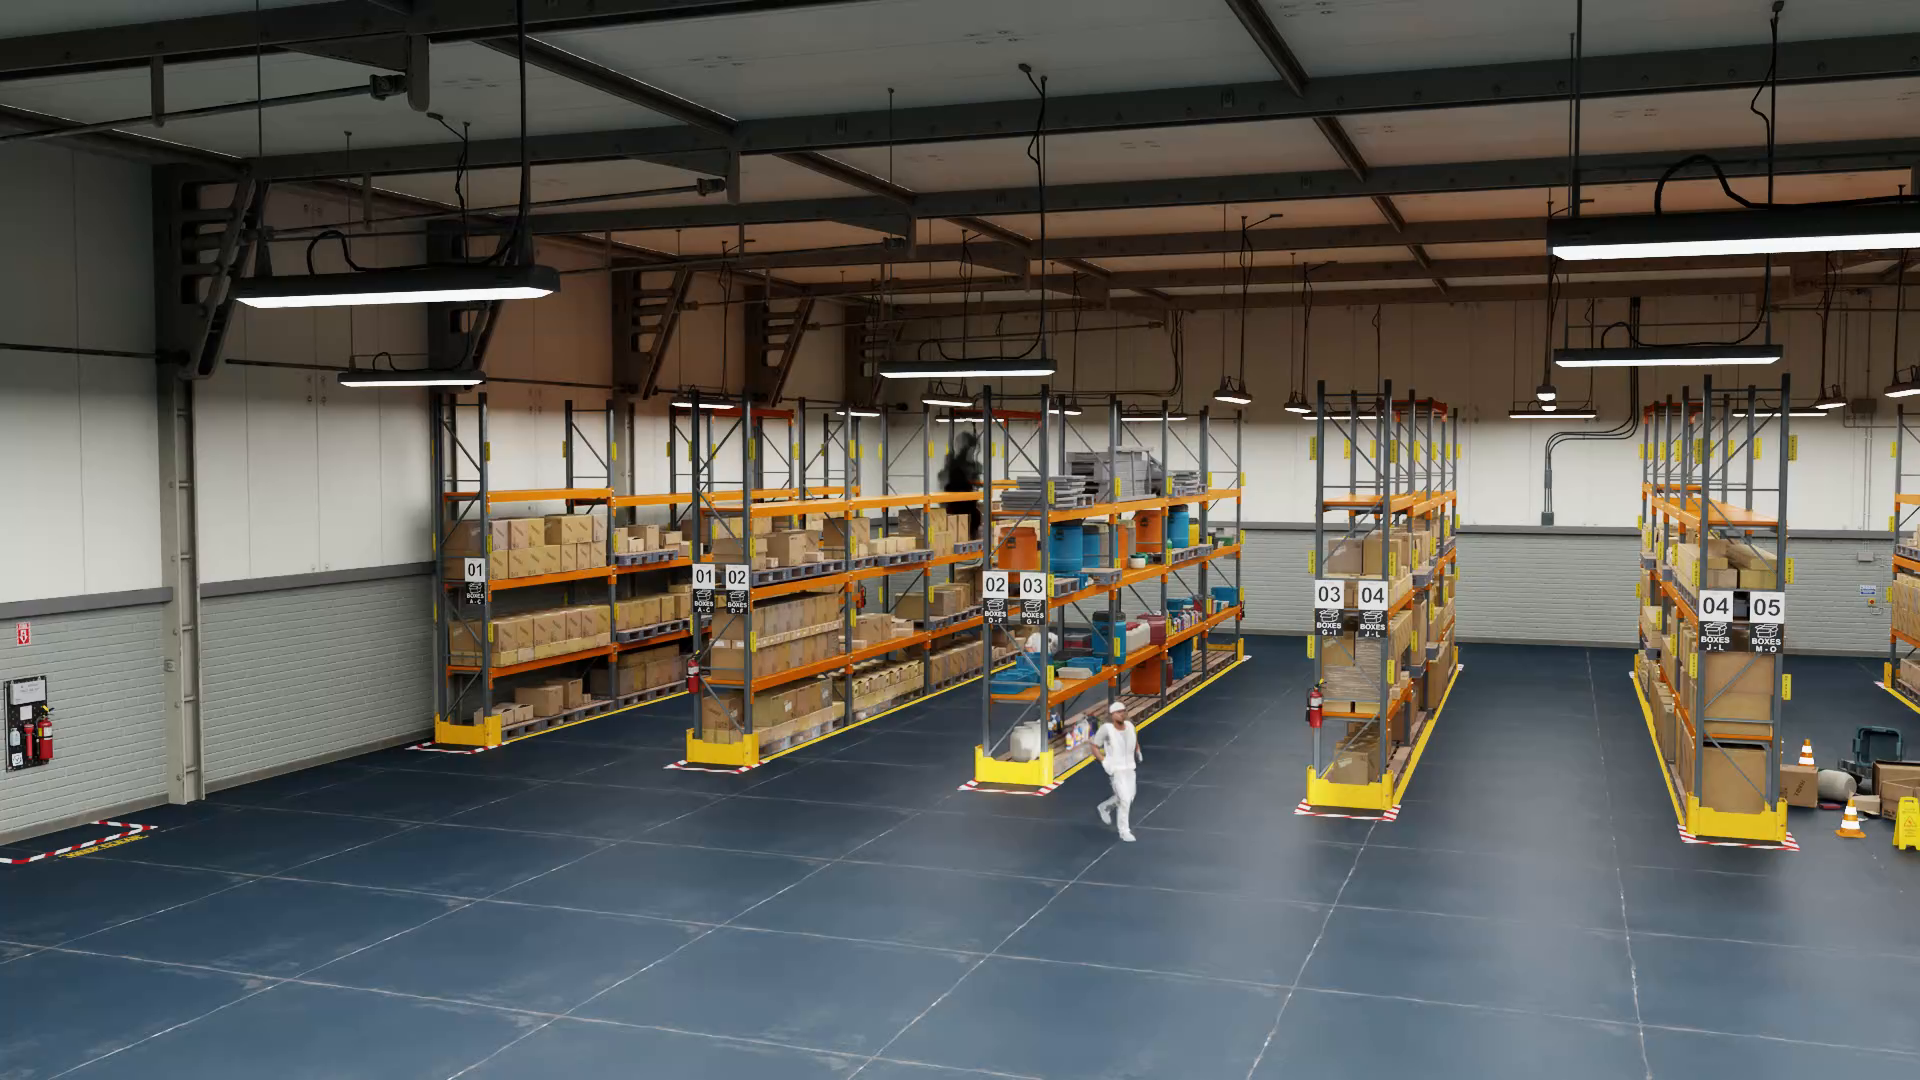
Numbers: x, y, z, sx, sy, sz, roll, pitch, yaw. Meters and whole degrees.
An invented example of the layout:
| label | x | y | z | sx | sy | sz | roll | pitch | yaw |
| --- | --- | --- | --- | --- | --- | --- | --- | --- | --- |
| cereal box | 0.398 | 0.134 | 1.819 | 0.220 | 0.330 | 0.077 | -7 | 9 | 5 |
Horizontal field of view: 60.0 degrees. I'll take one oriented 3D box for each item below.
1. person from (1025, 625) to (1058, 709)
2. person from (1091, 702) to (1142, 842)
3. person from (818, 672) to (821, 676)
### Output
| label | x | y | z | sx | sy | sz | roll | pitch | yaw |
| --- | --- | --- | --- | --- | --- | --- | --- | --- | --- |
| person | 1.581 | 2.425 | 31.854 | 0.652 | 1.863 | 0.832 | 1 | 3 | 18 |
| person | 2.042 | 2.980 | 21.602 | 0.657 | 1.770 | 0.765 | -2 | 4 | -32 |
| person | -3.005 | 2.343 | 34.296 | 0.581 | 1.647 | 0.623 | 1 | 3 | 17 |
